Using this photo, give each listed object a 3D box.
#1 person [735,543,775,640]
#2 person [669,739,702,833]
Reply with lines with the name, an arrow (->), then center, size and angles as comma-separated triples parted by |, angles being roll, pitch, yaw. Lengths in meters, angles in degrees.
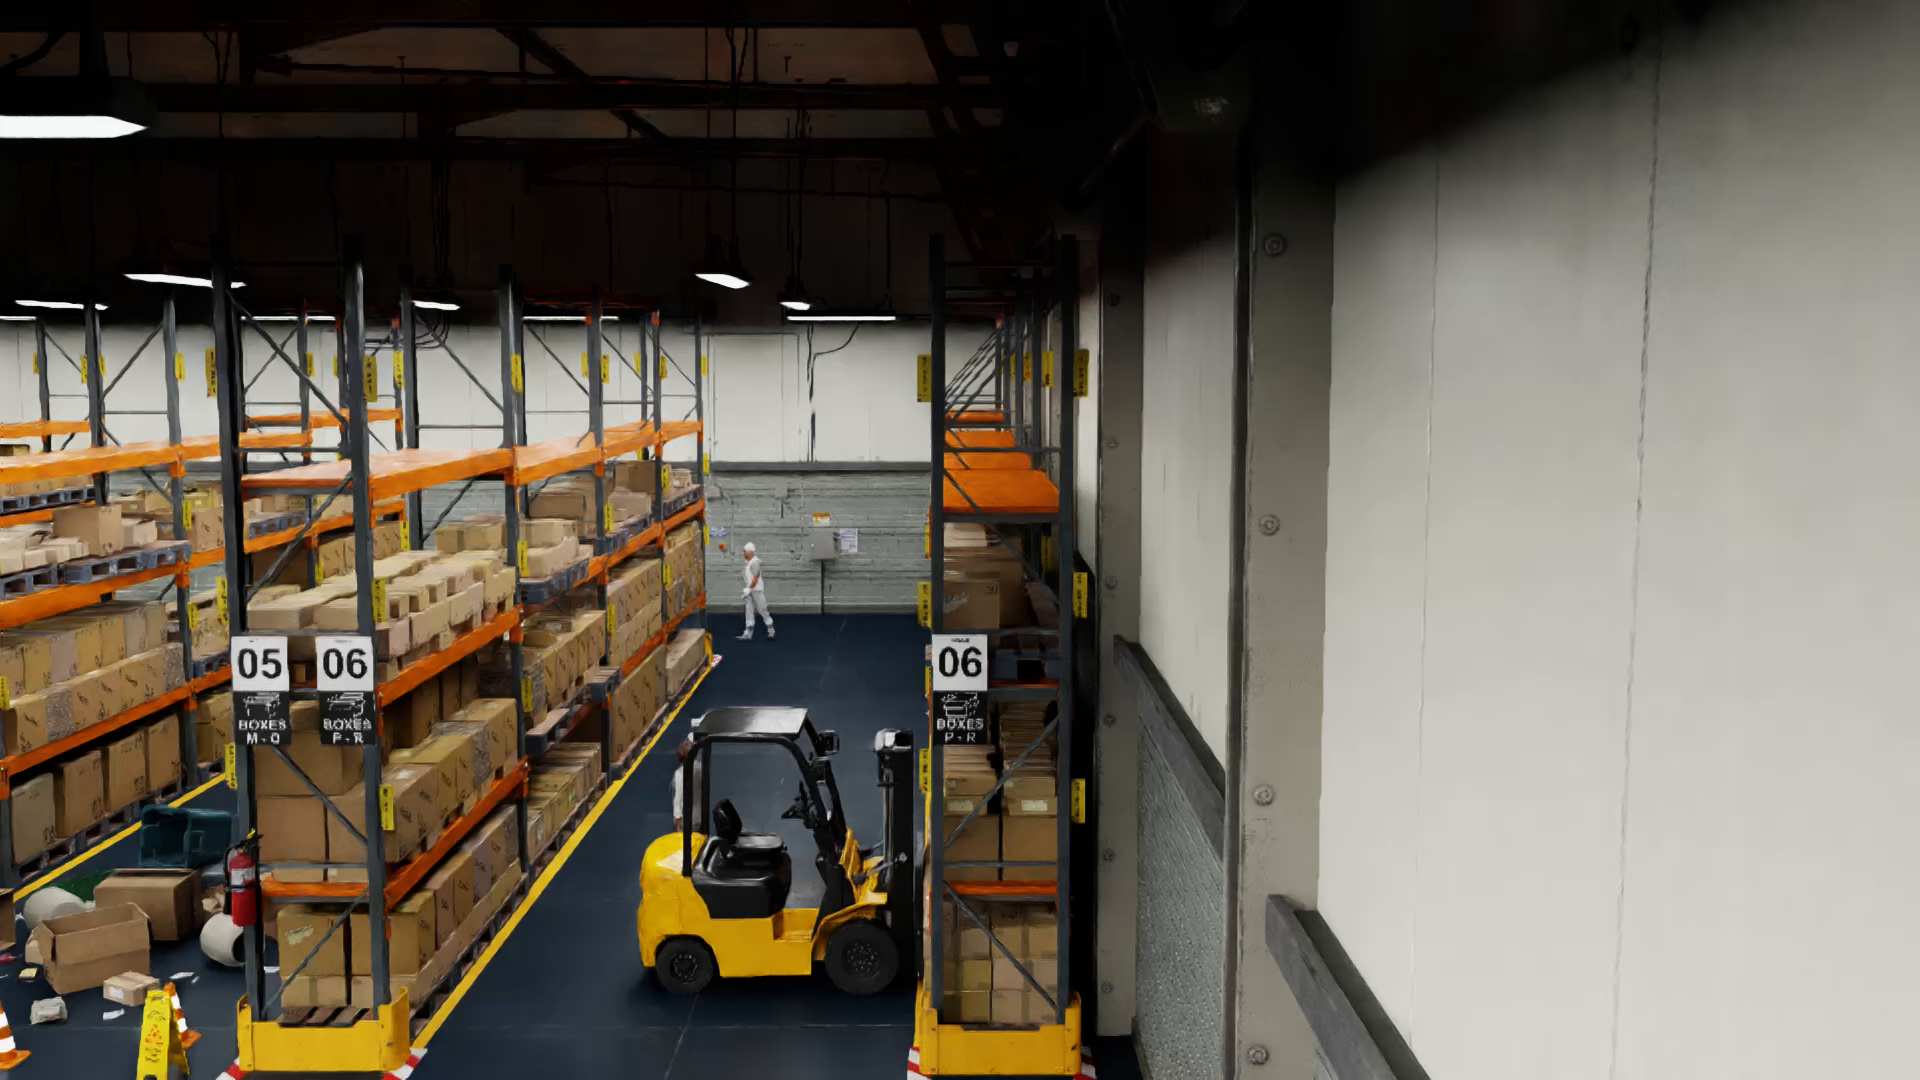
person -> -3.746, 0.938, 30.365 | 0.711, 1.786, 0.551 | -3, 7, -29
person -> -2.561, 2.647, 15.557 | 0.450, 1.599, 0.467 | 3, 7, 24
